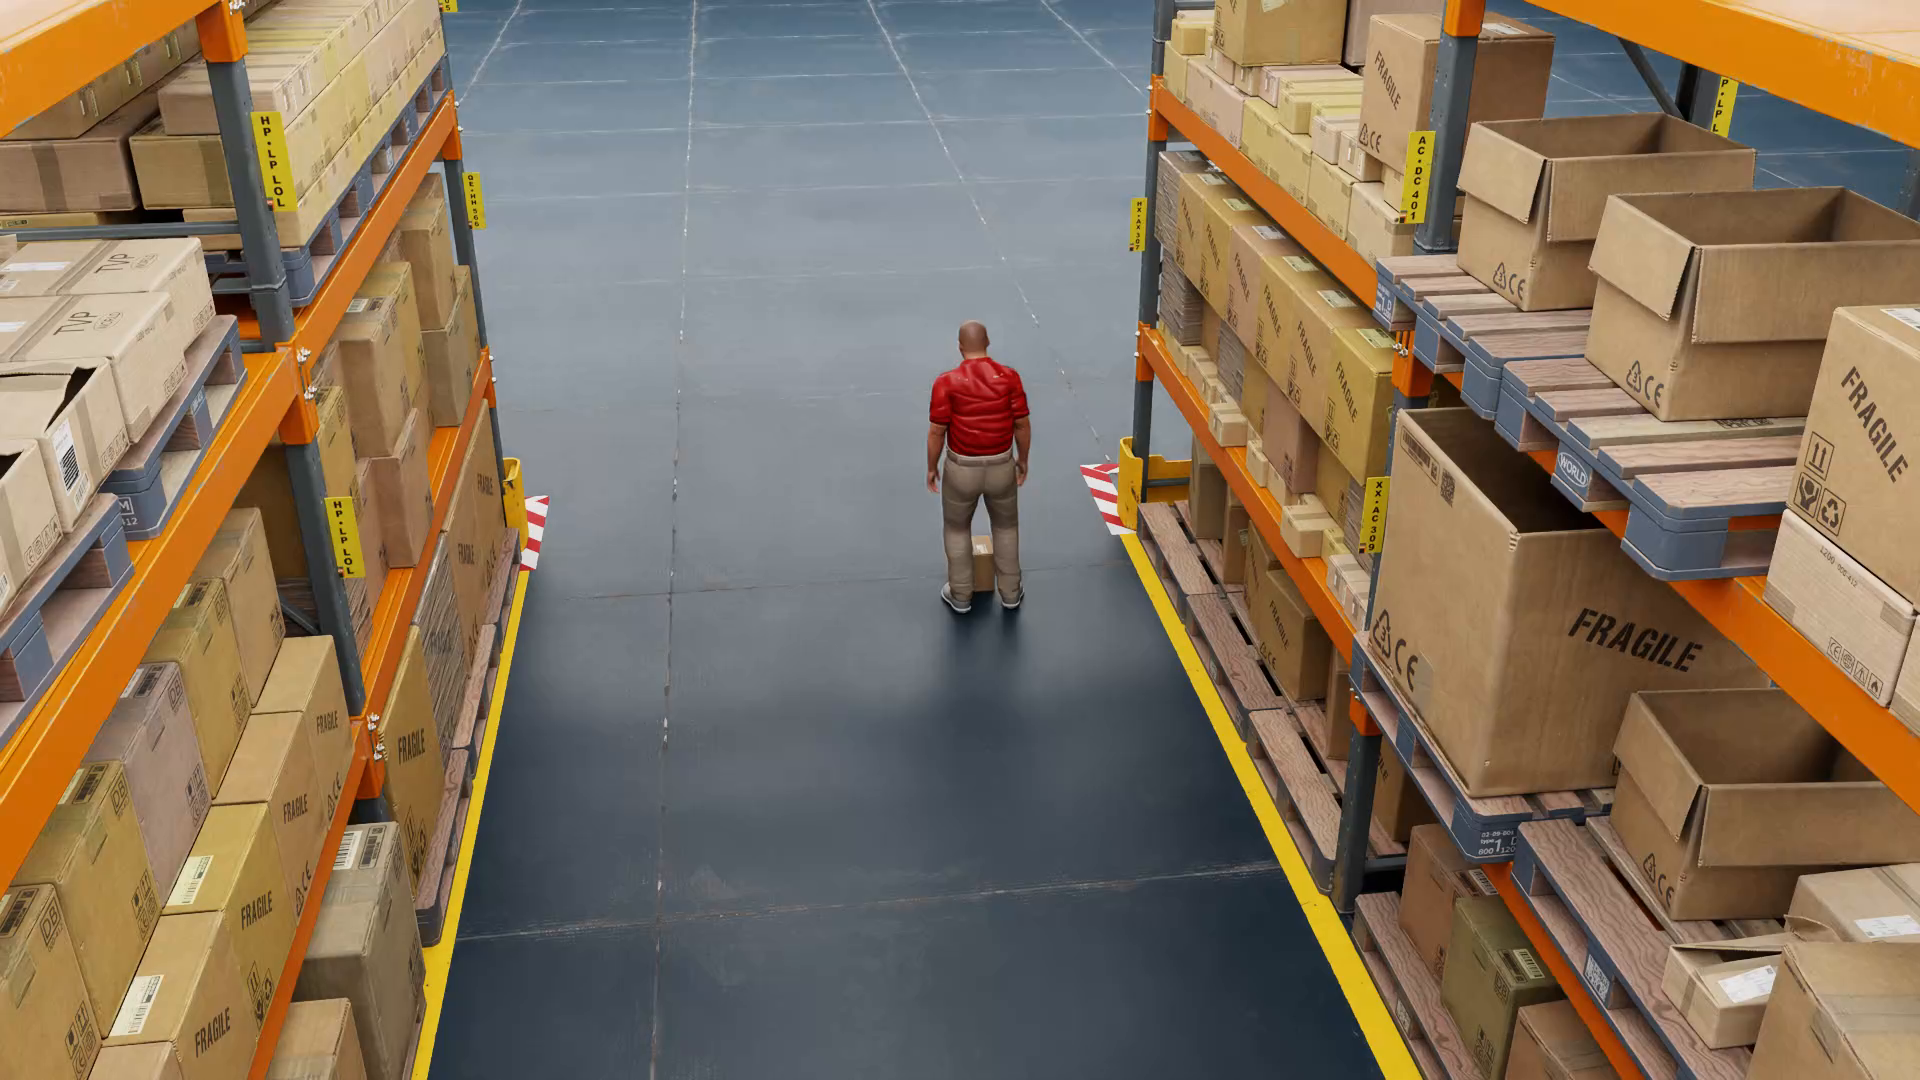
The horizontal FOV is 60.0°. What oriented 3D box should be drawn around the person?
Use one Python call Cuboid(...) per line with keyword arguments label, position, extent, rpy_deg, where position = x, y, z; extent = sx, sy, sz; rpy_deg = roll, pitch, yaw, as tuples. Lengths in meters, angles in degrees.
Cuboid(label="person", position=(0.106, -0.402, 9.421), extent=(0.595, 1.727, 0.384), rpy_deg=(-4, 27, -8))
